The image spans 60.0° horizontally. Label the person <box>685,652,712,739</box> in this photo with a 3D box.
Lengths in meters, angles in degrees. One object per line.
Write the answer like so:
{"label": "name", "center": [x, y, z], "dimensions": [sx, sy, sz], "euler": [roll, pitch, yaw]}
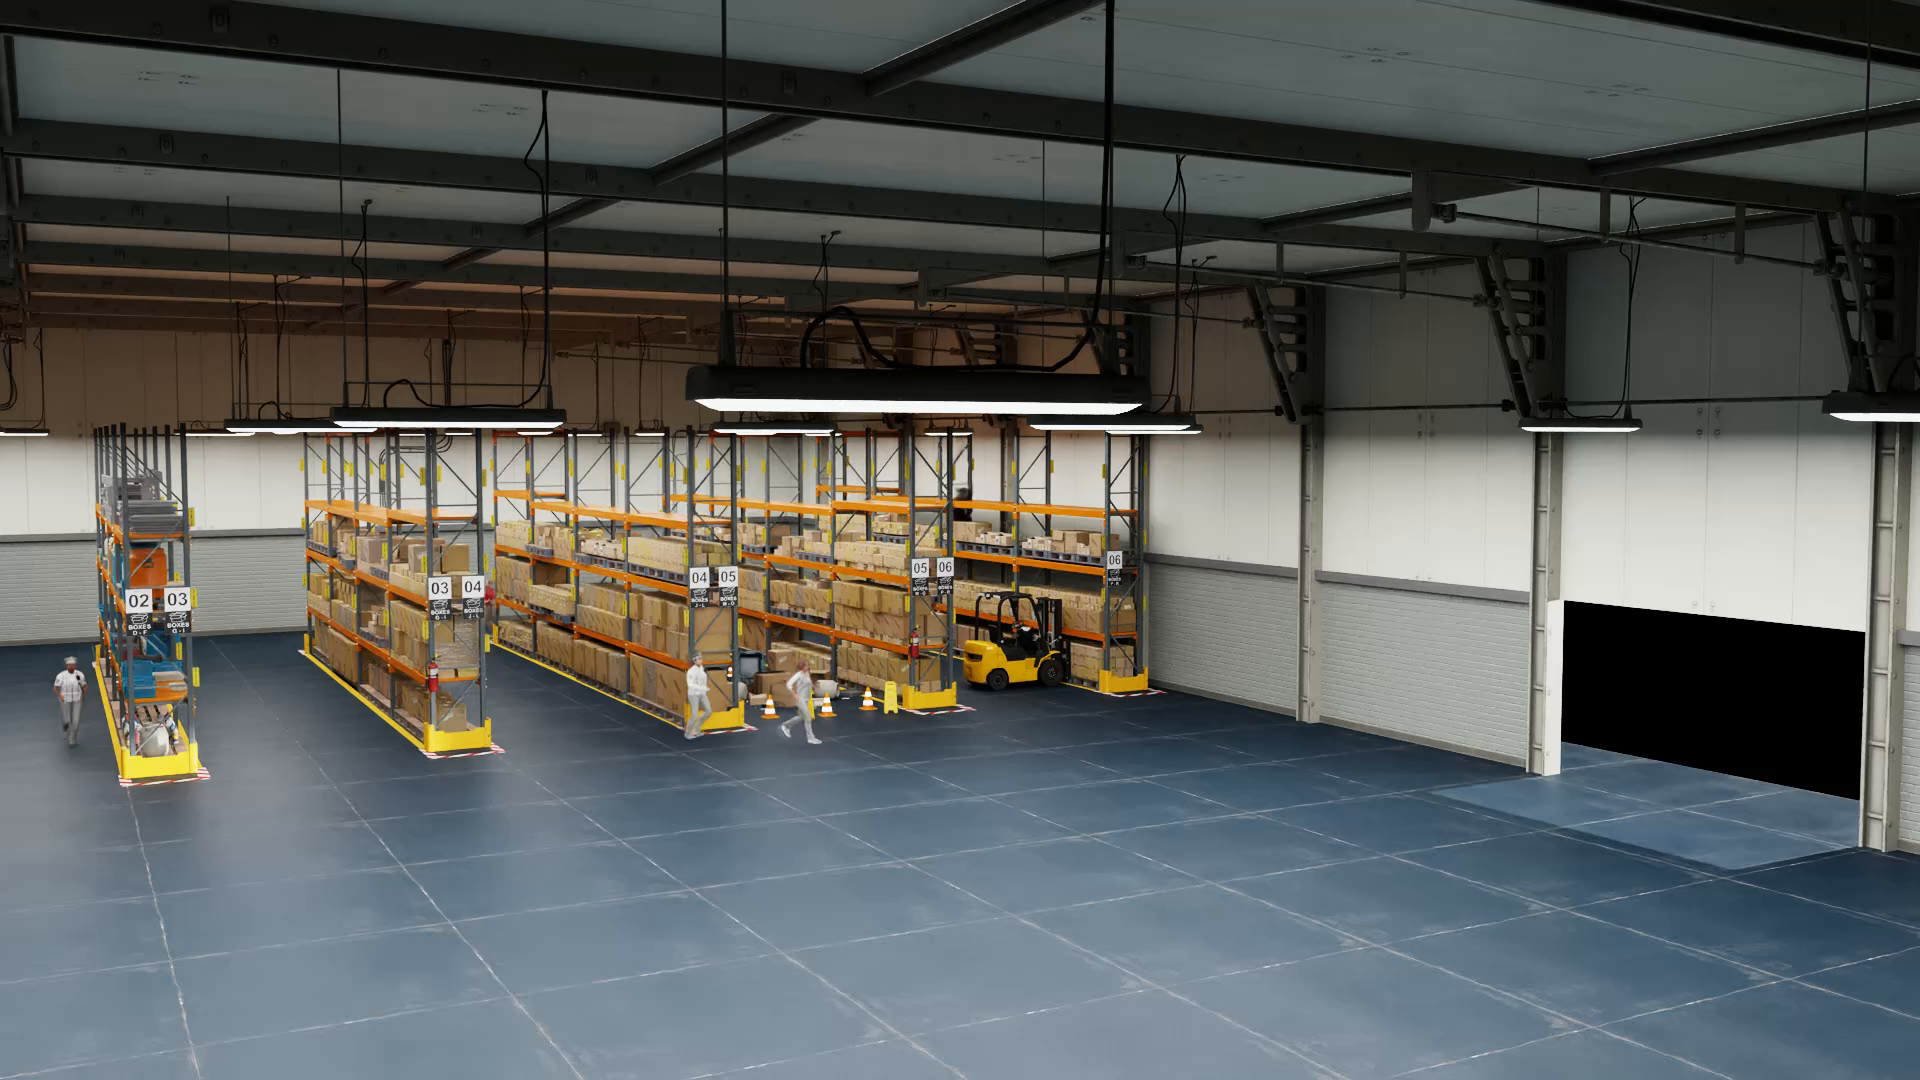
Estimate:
{"label": "person", "center": [-4.965, 2.962, 31.716], "dimensions": [0.634, 1.673, 0.647], "euler": [2, 4, 29]}

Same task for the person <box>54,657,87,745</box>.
{"label": "person", "center": [-16.649, 3.009, 31.163], "dimensions": [0.555, 1.649, 0.549], "euler": [-2, 4, -35]}

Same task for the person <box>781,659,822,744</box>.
{"label": "person", "center": [-2.993, 3.027, 31.205], "dimensions": [0.856, 1.568, 0.536], "euler": [1, 4, 20]}

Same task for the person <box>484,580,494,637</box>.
{"label": "person", "center": [-13.572, 1.993, 47.531], "dimensions": [0.808, 1.730, 0.664], "euler": [-3, 4, -38]}
